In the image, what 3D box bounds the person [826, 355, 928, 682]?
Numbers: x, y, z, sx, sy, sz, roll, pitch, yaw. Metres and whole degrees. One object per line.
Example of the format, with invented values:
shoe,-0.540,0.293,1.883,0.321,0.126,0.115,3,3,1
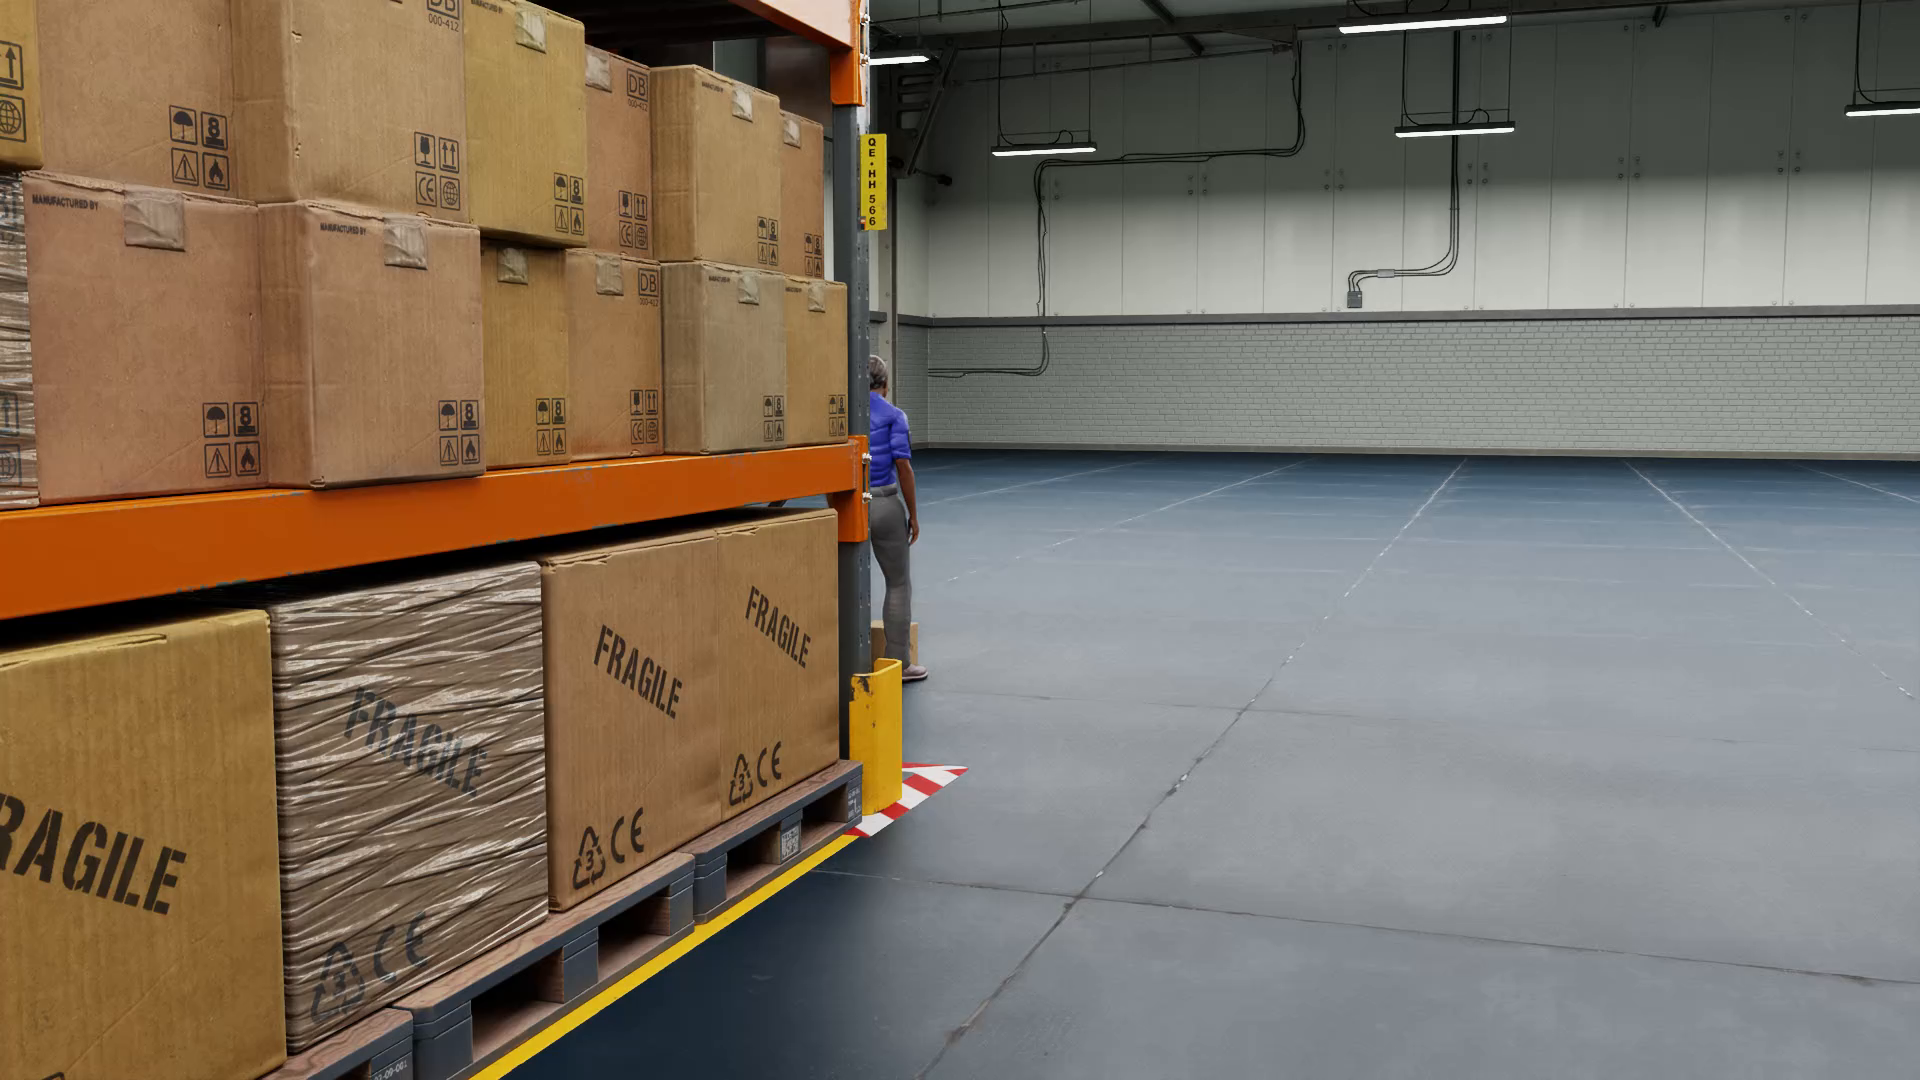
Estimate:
person,-0.441,-0.109,8.448,0.503,1.654,0.350,2,6,19
